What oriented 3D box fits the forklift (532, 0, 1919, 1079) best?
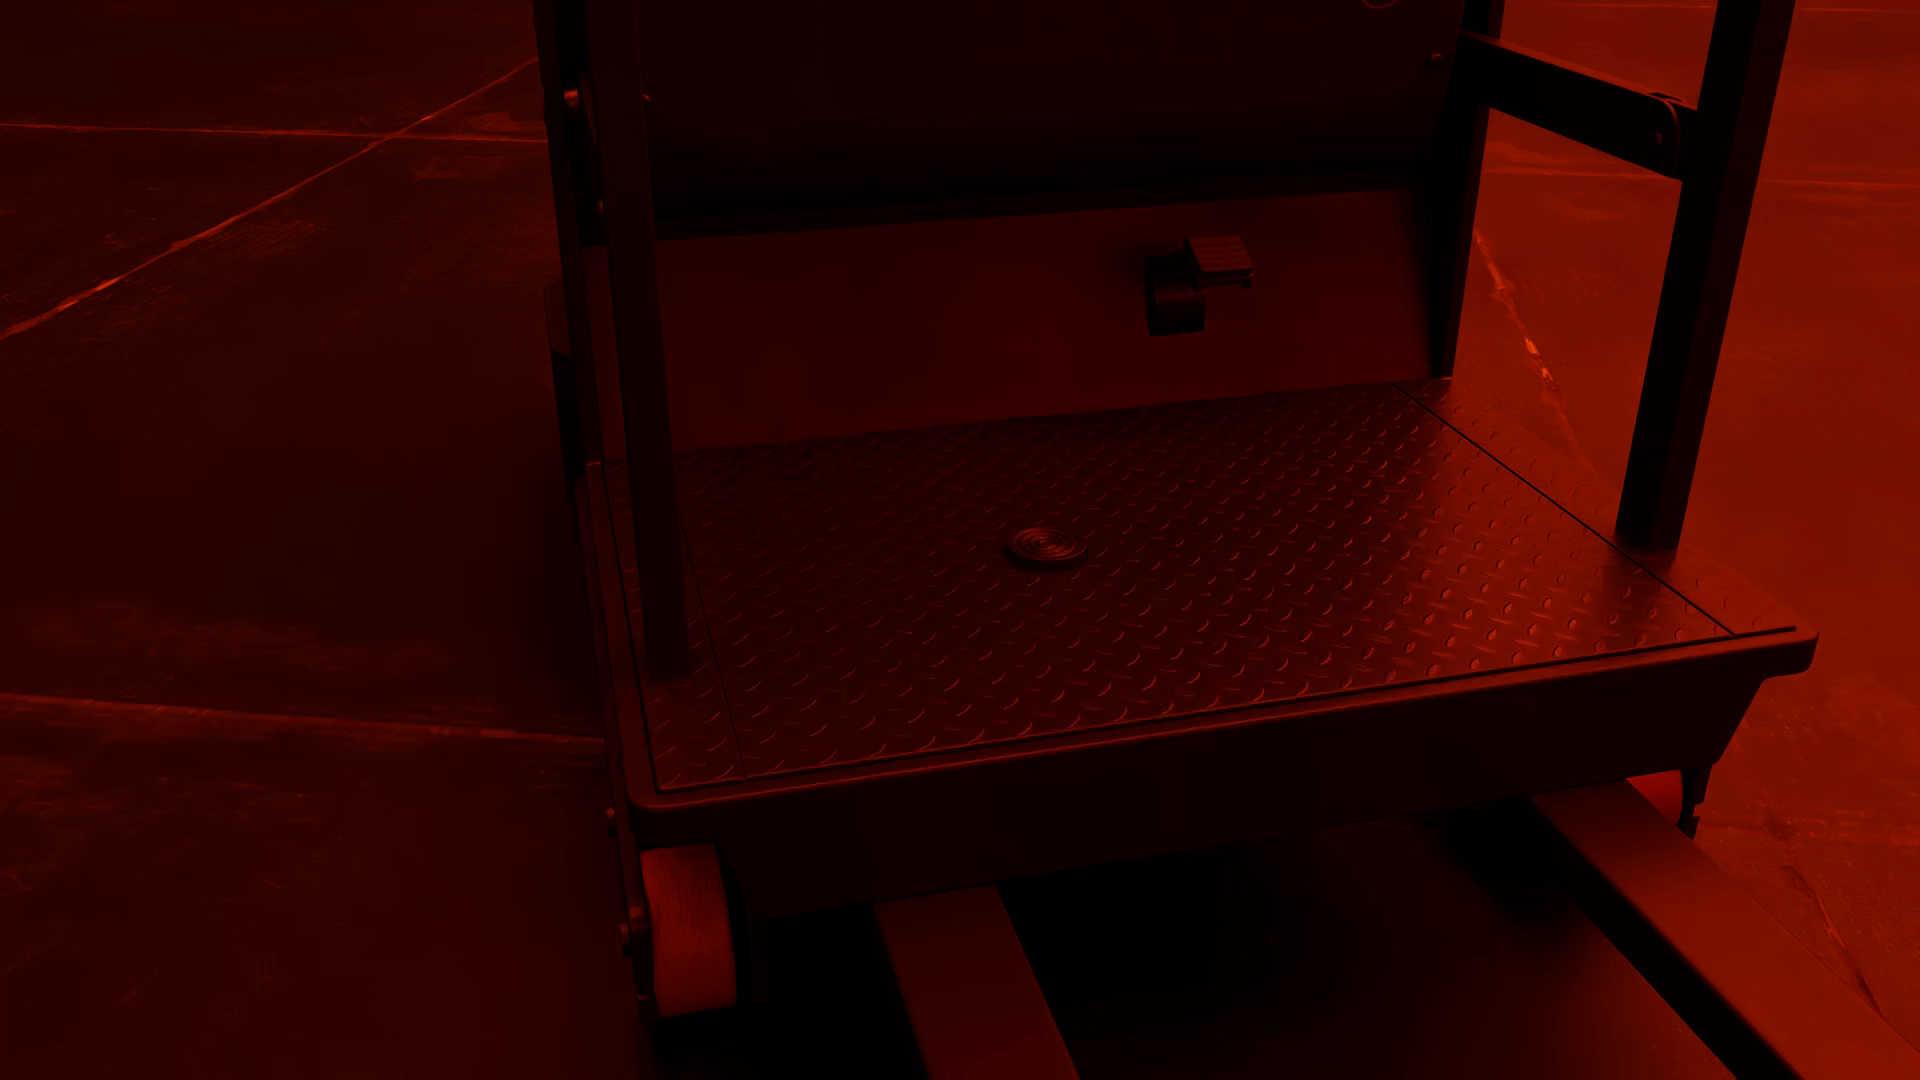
[{"bbox_3d":[0.153,-1.049,1.319,1.130,2.935,3.031,-7,27,-13],"label":"forklift"}]
